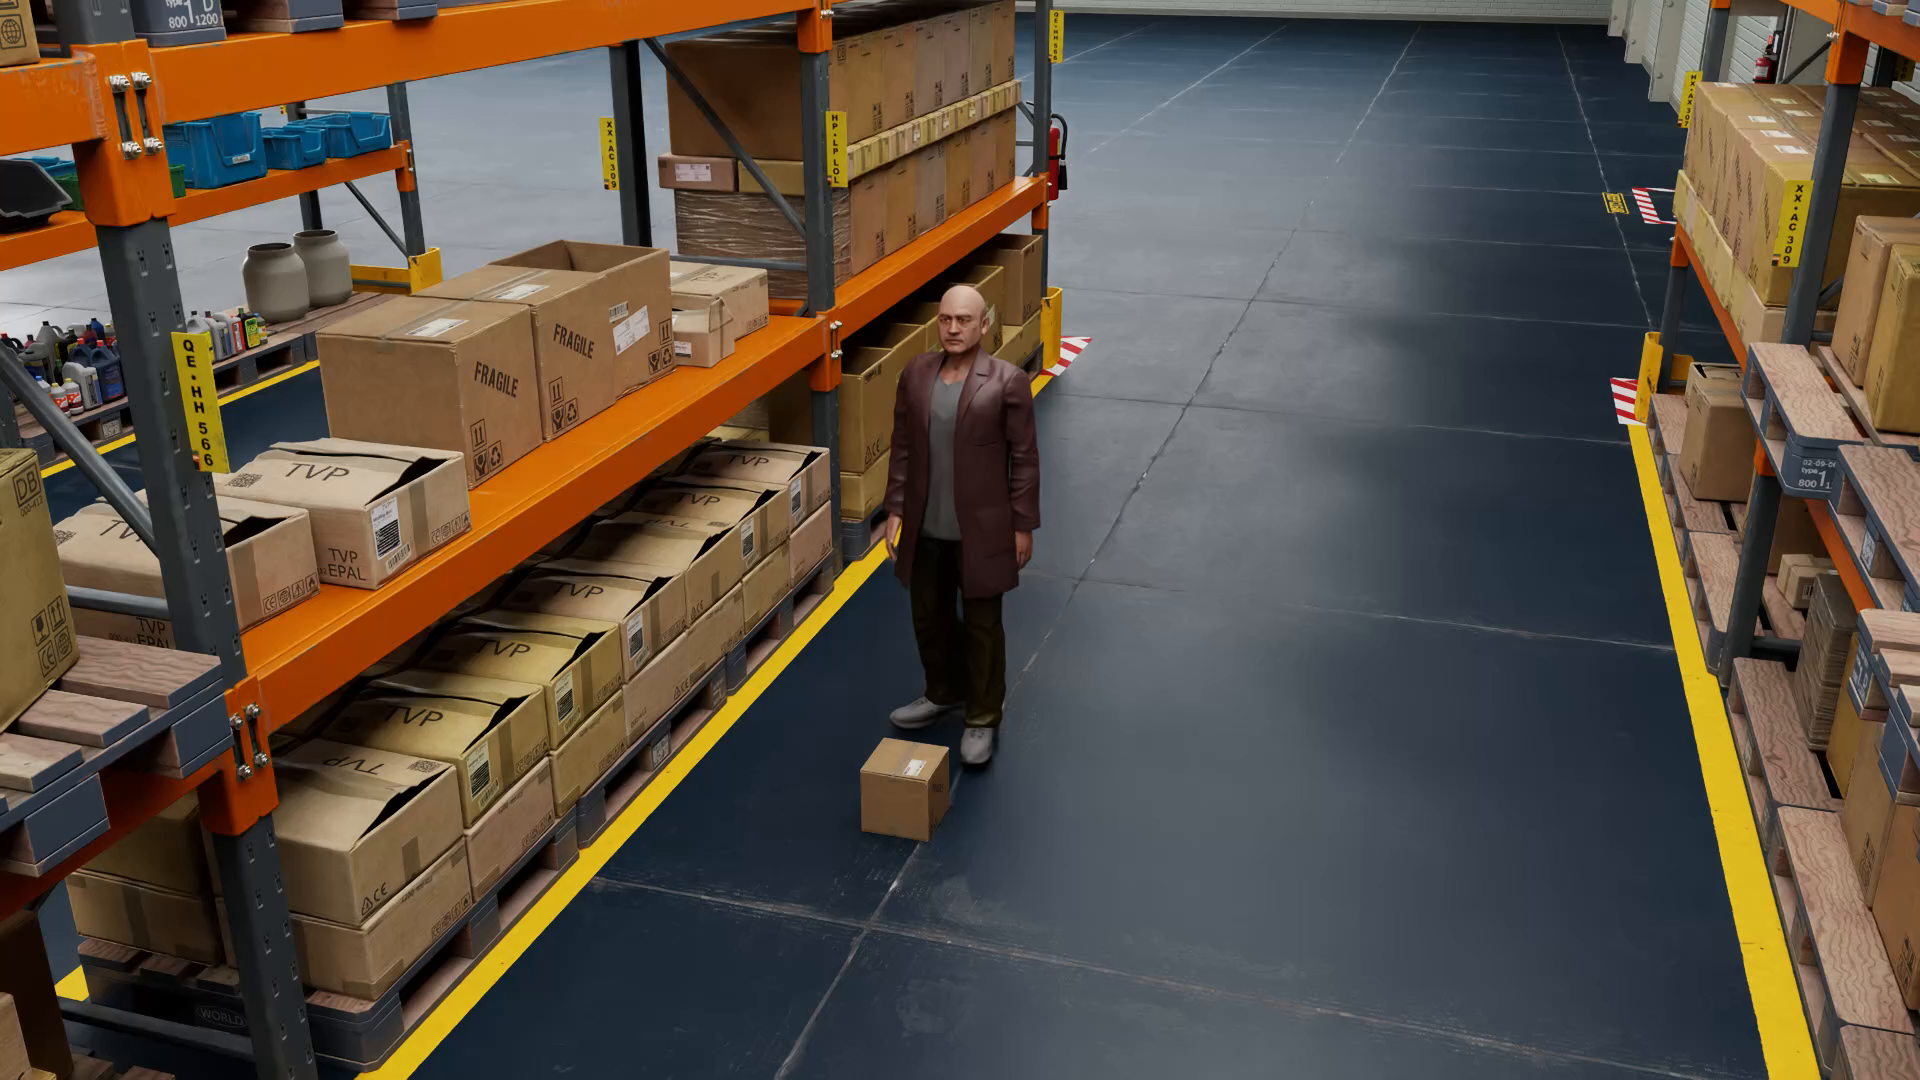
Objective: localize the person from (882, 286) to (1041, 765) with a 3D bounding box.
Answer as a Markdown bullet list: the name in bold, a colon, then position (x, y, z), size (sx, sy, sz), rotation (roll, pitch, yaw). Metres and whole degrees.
- **person**: position (-0.002, -0.057, 6.191), size (0.595, 1.782, 0.465), rotation (10, 24, 23)
